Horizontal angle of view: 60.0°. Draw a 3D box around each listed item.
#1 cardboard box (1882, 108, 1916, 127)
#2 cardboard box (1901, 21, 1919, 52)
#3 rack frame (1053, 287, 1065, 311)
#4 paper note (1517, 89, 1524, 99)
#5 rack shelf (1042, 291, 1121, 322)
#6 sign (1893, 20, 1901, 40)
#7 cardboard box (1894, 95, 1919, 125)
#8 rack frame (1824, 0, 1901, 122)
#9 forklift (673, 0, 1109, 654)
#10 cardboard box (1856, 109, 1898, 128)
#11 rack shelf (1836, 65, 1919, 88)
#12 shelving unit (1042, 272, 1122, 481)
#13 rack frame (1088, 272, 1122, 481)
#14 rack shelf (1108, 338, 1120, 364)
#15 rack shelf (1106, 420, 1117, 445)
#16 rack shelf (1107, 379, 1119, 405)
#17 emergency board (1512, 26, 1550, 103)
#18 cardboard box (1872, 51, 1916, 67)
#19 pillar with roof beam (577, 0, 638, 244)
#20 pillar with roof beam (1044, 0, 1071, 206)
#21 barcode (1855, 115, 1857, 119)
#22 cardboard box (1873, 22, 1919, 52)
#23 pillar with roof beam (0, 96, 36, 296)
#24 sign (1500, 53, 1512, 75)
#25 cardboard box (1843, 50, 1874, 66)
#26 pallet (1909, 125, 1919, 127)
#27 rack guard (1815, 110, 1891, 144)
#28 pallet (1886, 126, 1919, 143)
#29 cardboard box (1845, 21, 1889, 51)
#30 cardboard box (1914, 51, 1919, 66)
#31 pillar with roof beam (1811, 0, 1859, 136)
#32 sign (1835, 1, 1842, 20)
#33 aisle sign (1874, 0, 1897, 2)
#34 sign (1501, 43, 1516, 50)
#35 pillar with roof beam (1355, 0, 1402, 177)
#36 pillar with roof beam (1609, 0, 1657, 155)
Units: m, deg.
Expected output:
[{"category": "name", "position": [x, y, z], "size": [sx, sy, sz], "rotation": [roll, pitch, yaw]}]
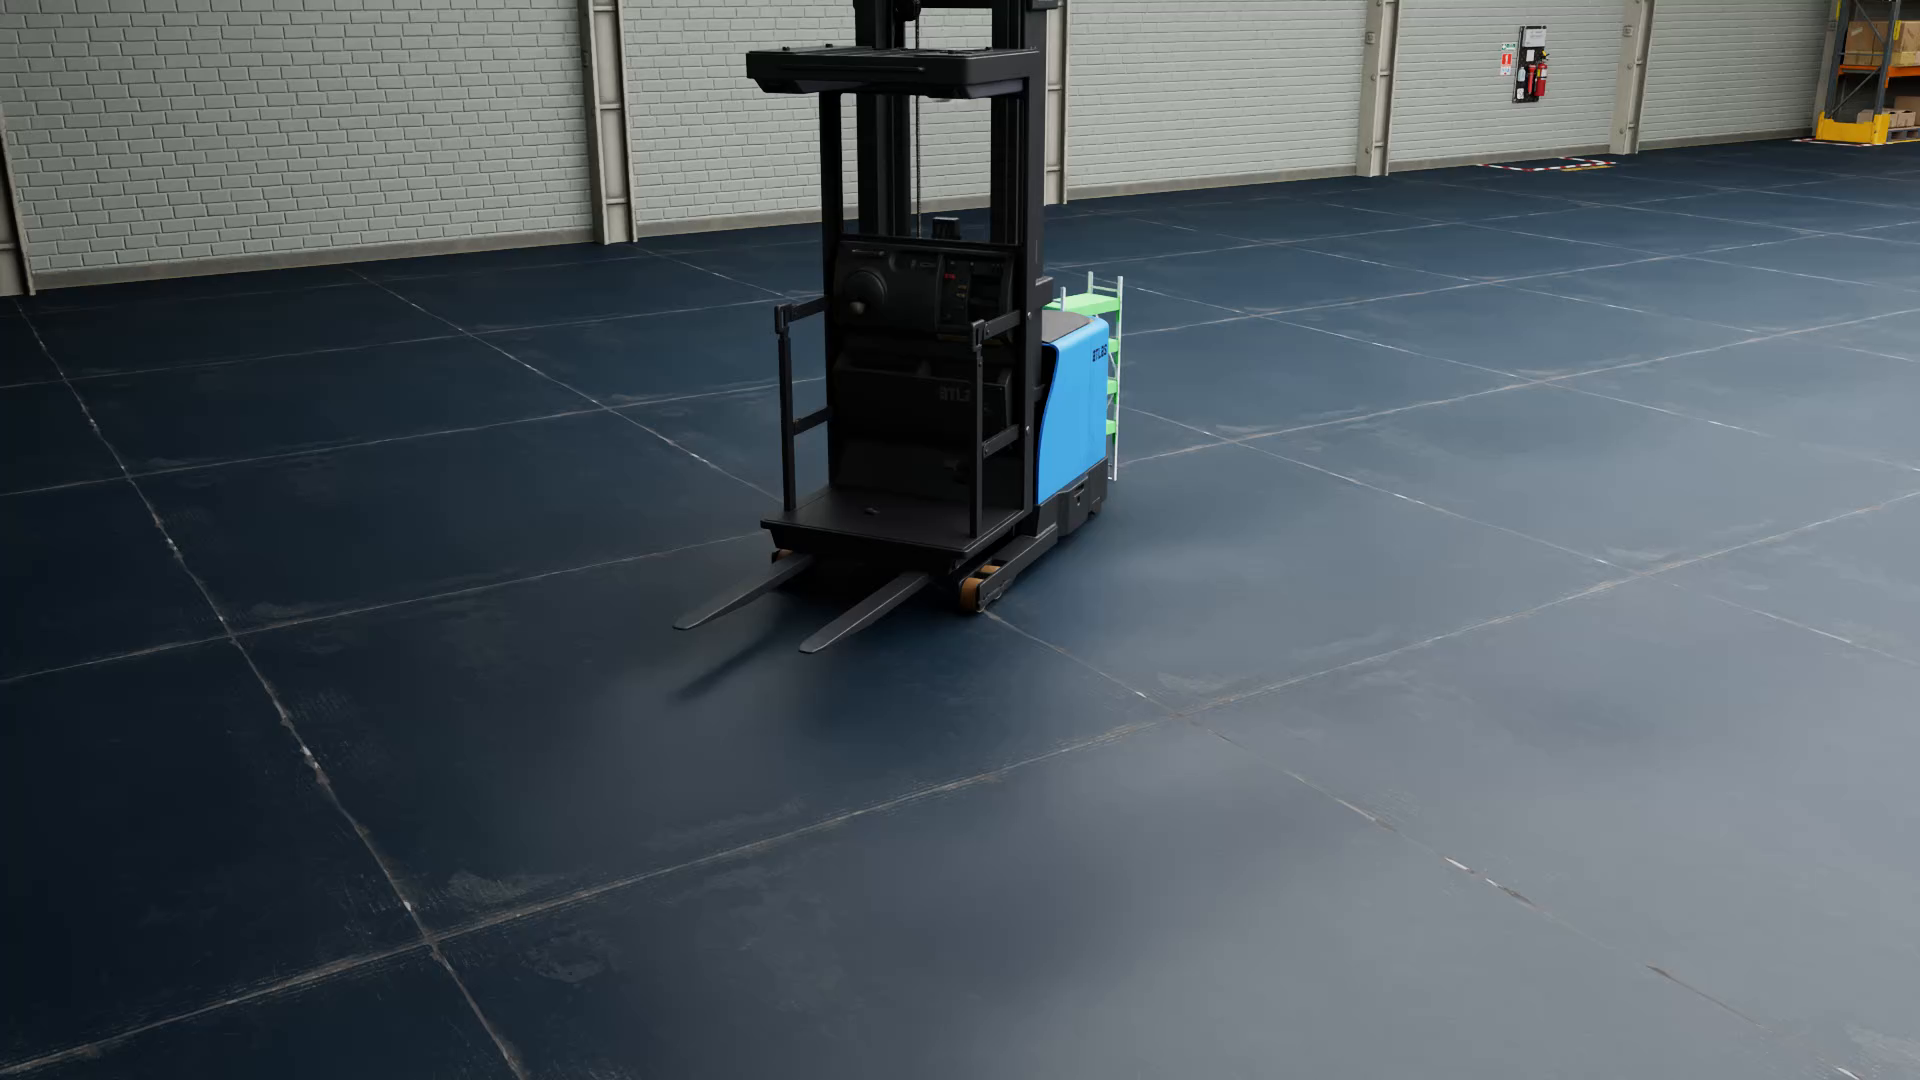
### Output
[{"category": "cardboard box", "position": [17.178, -7.778, 30.580], "size": [0.500, 0.311, 0.500], "rotation": [-10, 21, -27]}, {"category": "cardboard box", "position": [17.057, -9.027, 29.795], "size": [0.500, 0.500, 0.500], "rotation": [-12, 22, -31]}, {"category": "rack frame", "position": [0.485, -0.834, 9.337], "size": [0.240, 1.200, 0.015], "rotation": [18, 25, 42]}, {"category": "paper note", "position": [8.902, -7.088, 26.403], "size": [0.142, 0.148, 0.016], "rotation": [-12, 22, -31]}, {"category": "rack shelf", "position": [0.656, -1.283, 9.368], "size": [0.258, 0.148, 0.480], "rotation": [18, 25, 42]}, {"category": "sign", "position": [16.373, -8.910, 29.066], "size": [0.005, 0.325, 0.100], "rotation": [-12, 22, -31]}, {"category": "cardboard box", "position": [17.818, -7.984, 30.892], "size": [0.500, 0.500, 0.700], "rotation": [-14, 23, -35]}, {"category": "rack frame", "position": [16.074, -8.645, 29.633], "size": [0.127, 3.000, 1.000], "rotation": [-12, 22, -31]}, {"category": "forklift", "position": [-0.265, -1.206, 7.737], "size": [1.130, 2.935, 3.031], "rotation": [8, 20, 24]}, {"category": "cardboard box", "position": [16.702, -7.678, 30.283], "size": [0.500, 0.311, 0.500], "rotation": [-15, 24, -37]}, {"category": "rack shelf", "position": [17.745, -8.657, 30.791], "size": [4.000, 0.370, 1.077], "rotation": [-12, 22, -31]}, {"category": "shelving unit", "position": [0.656, -0.889, 9.501], "size": [0.258, 1.200, 0.503], "rotation": [18, 25, 42]}, {"category": "rack frame", "position": [0.827, -0.945, 9.666], "size": [0.240, 1.200, 0.015], "rotation": [18, 25, 42]}, {"category": "rack shelf", "position": [0.656, -1.056, 9.445], "size": [0.258, 0.148, 0.480], "rotation": [18, 25, 42]}, {"category": "rack shelf", "position": [0.656, -0.601, 9.599], "size": [0.258, 0.148, 0.480], "rotation": [18, 25, 42]}, {"category": "rack shelf", "position": [0.656, -0.829, 9.522], "size": [0.258, 0.148, 0.480], "rotation": [18, 25, 42]}, {"category": "emergency board", "position": [9.087, -7.518, 26.299], "size": [0.643, 1.169, 0.194], "rotation": [-12, 22, -31]}, {"category": "cardboard box", "position": [16.657, -8.585, 29.657], "size": [0.500, 0.250, 0.500], "rotation": [-13, 22, -33]}, {"category": "pillar with roof beam", "position": [-1.493, -6.463, 13.811], "size": [0.400, 9.000, 9.100], "rotation": [-12, 22, -31]}, {"category": "pillar with roof beam", "position": [3.518, -7.520, 16.937], "size": [0.400, 9.000, 9.100], "rotation": [-12, 22, -31]}, {"category": "barcode", "position": [16.497, -7.792, 30.607], "size": [0.075, 0.075, 0.001], "rotation": [-12, 22, -31]}, {"category": "cardboard box", "position": [16.638, -8.943, 29.545], "size": [0.500, 0.500, 0.500], "rotation": [-12, 22, -31]}, {"category": "pillar with roof beam", "position": [-6.504, -5.406, 10.685], "size": [0.400, 9.000, 9.100], "rotation": [-12, 22, -31]}, {"category": "sign", "position": [8.569, -7.465, 26.087], "size": [0.234, 0.329, 0.001], "rotation": [-12, 22, -31]}, {"category": "cardboard box", "position": [16.358, -8.718, 30.051], "size": [0.500, 0.250, 0.500], "rotation": [-12, 22, -31]}, {"category": "pallet", "position": [17.854, -7.685, 31.147], "size": [1.213, 0.211, 1.003], "rotation": [-12, 22, -31]}, {"category": "rack guard", "position": [16.138, -7.475, 30.073], "size": [0.348, 0.500, 1.175], "rotation": [-12, 22, -31]}, {"category": "pallet", "position": [16.836, -7.471, 30.515], "size": [1.213, 0.211, 1.003], "rotation": [-12, 22, -31]}, {"category": "cardboard box", "position": [16.351, -9.079, 29.948], "size": [0.500, 0.500, 0.500], "rotation": [-12, 22, -32]}, {"category": "cardboard box", "position": [17.082, -8.680, 29.939], "size": [0.500, 0.250, 0.500], "rotation": [-13, 22, -33]}, {"category": "pillar with roof beam", "position": [18.551, -10.690, 26.316], "size": [0.400, 9.000, 9.100], "rotation": [-12, 22, -31]}, {"category": "sign", "position": [15.786, -9.496, 29.847], "size": [0.005, 0.325, 0.100], "rotation": [-12, 22, -31]}, {"category": "aisle sign", "position": [16.179, -9.784, 28.942], "size": [0.004, 0.787, 0.394], "rotation": [-12, 22, -31]}, {"category": "sign", "position": [8.578, -7.715, 25.997], "size": [0.331, 0.109, 0.001], "rotation": [-12, 22, -31]}, {"category": "pillar with roof beam", "position": [8.529, -8.577, 20.064], "size": [0.400, 9.000, 9.100], "rotation": [-12, 22, -31]}, {"category": "pillar with roof beam", "position": [13.540, -9.634, 23.190], "size": [0.400, 9.000, 9.100], "rotation": [-12, 22, -31]}]
